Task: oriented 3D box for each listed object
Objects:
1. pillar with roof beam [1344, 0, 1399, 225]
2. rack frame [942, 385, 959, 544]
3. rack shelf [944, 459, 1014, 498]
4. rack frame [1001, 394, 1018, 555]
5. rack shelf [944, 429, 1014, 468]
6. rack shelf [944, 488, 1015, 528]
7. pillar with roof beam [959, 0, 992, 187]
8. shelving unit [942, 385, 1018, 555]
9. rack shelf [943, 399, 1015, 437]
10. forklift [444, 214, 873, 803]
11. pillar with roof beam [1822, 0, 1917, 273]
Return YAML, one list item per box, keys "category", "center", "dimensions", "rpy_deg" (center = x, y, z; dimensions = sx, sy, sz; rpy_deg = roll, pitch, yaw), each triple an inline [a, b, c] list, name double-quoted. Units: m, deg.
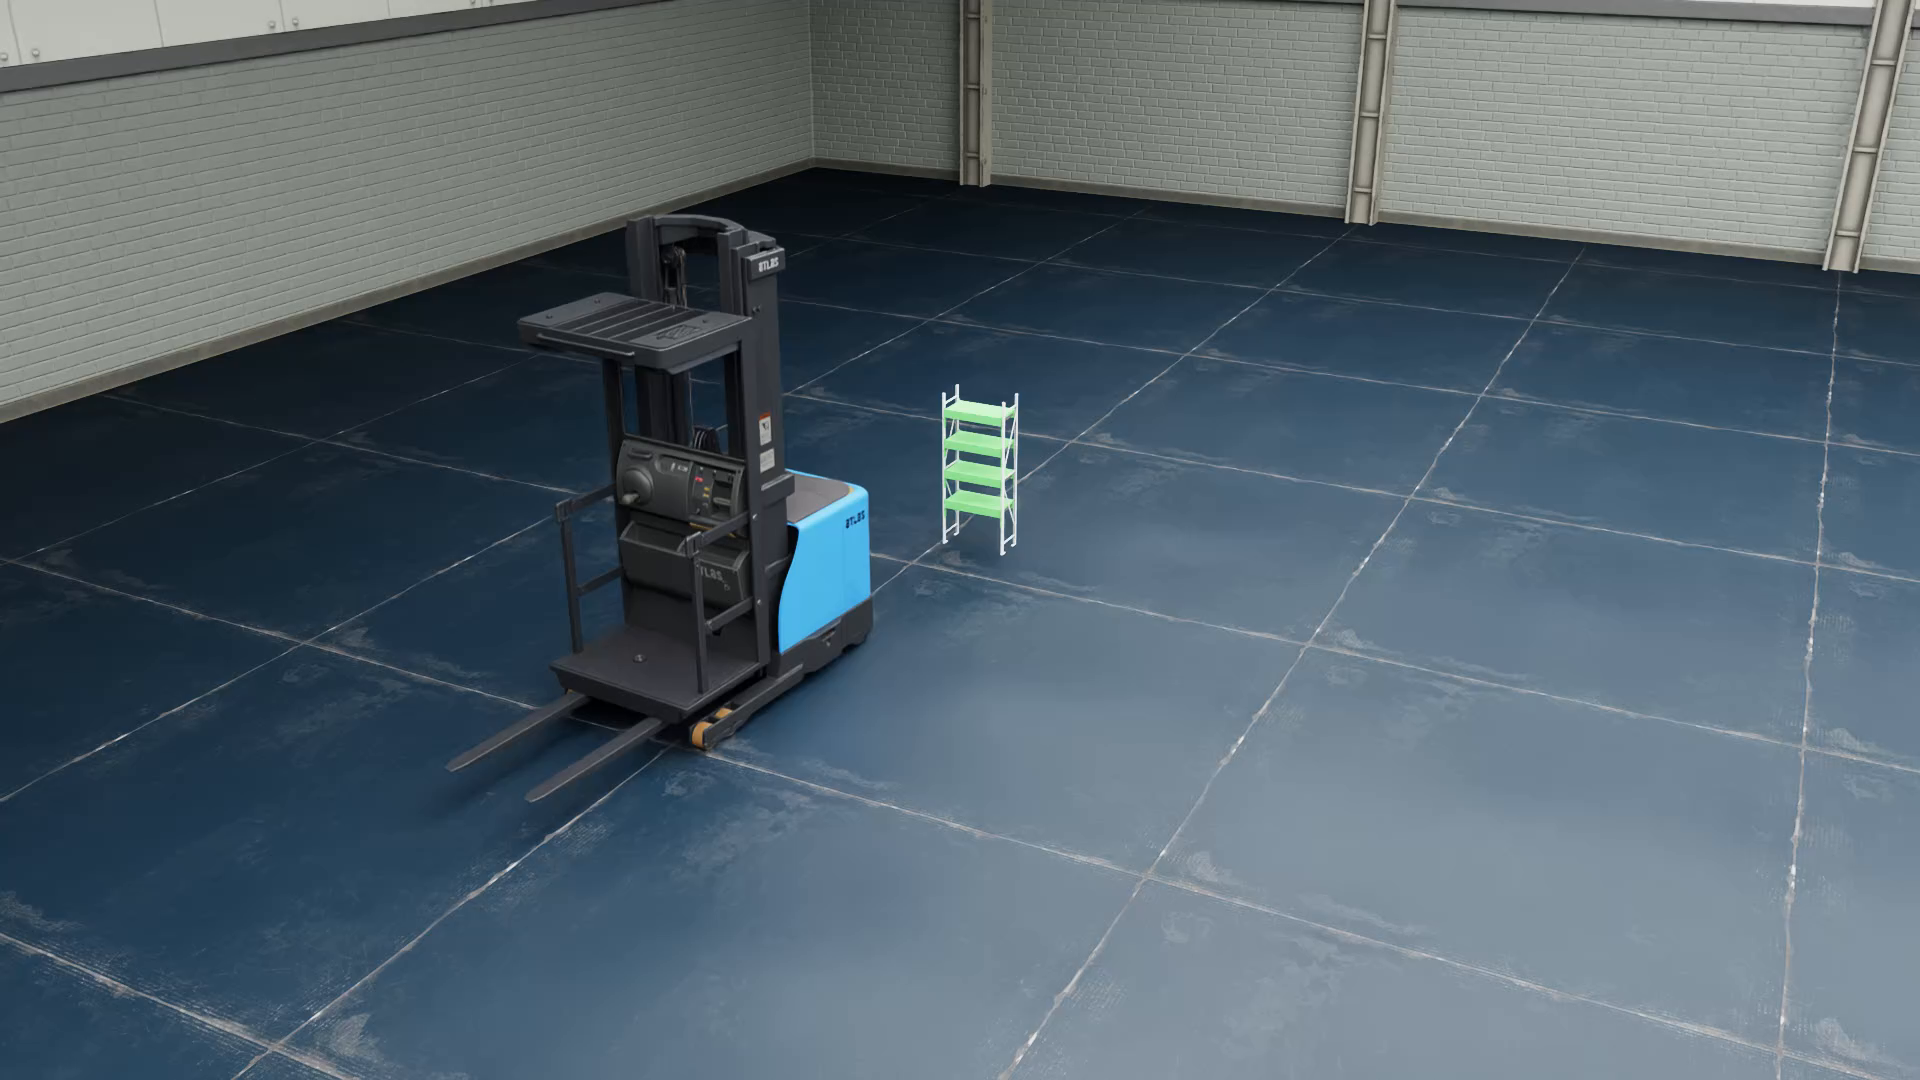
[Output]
- category: "pillar with roof beam"
  center: [3.648, -7.069, 17.874]
  dimensions: [0.400, 9.000, 9.100]
  rpy_deg: [11, 25, 25]
- category: "rack frame"
  center: [-0.070, -0.566, 12.548]
  dimensions: [0.015, 1.200, 0.240]
  rpy_deg: [11, 25, 25]
- category: "rack shelf"
  center: [0.148, -0.464, 12.471]
  dimensions: [0.480, 0.148, 0.258]
  rpy_deg: [11, 25, 25]
- category: "rack frame"
  center: [0.365, -0.480, 12.345]
  dimensions: [0.015, 1.200, 0.240]
  rpy_deg: [11, 25, 25]
- category: "rack shelf"
  center: [0.148, -0.685, 12.378]
  dimensions: [0.480, 0.148, 0.258]
  rpy_deg: [11, 25, 25]
- category: "rack shelf"
  center: [0.148, -0.243, 12.565]
  dimensions: [0.480, 0.148, 0.258]
  rpy_deg: [11, 25, 25]
- category: "pillar with roof beam"
  center: [-1.706, -8.129, 20.365]
  dimensions: [0.400, 9.000, 9.100]
  rpy_deg: [11, 25, 25]
- category: "shelving unit"
  center: [0.148, -0.523, 12.446]
  dimensions: [0.503, 1.200, 0.258]
  rpy_deg: [11, 25, 25]
- category: "rack shelf"
  center: [0.148, -0.906, 12.284]
  dimensions: [0.480, 0.148, 0.258]
  rpy_deg: [11, 25, 25]
- category: "forklift"
  center: [-1.783, -0.314, 9.744]
  dimensions: [1.130, 2.935, 3.031]
  rpy_deg: [14, 27, 29]
- category: "pillar with roof beam"
  center: [9.003, -6.010, 15.383]
  dimensions: [0.400, 9.000, 9.100]
  rpy_deg: [11, 25, 25]
